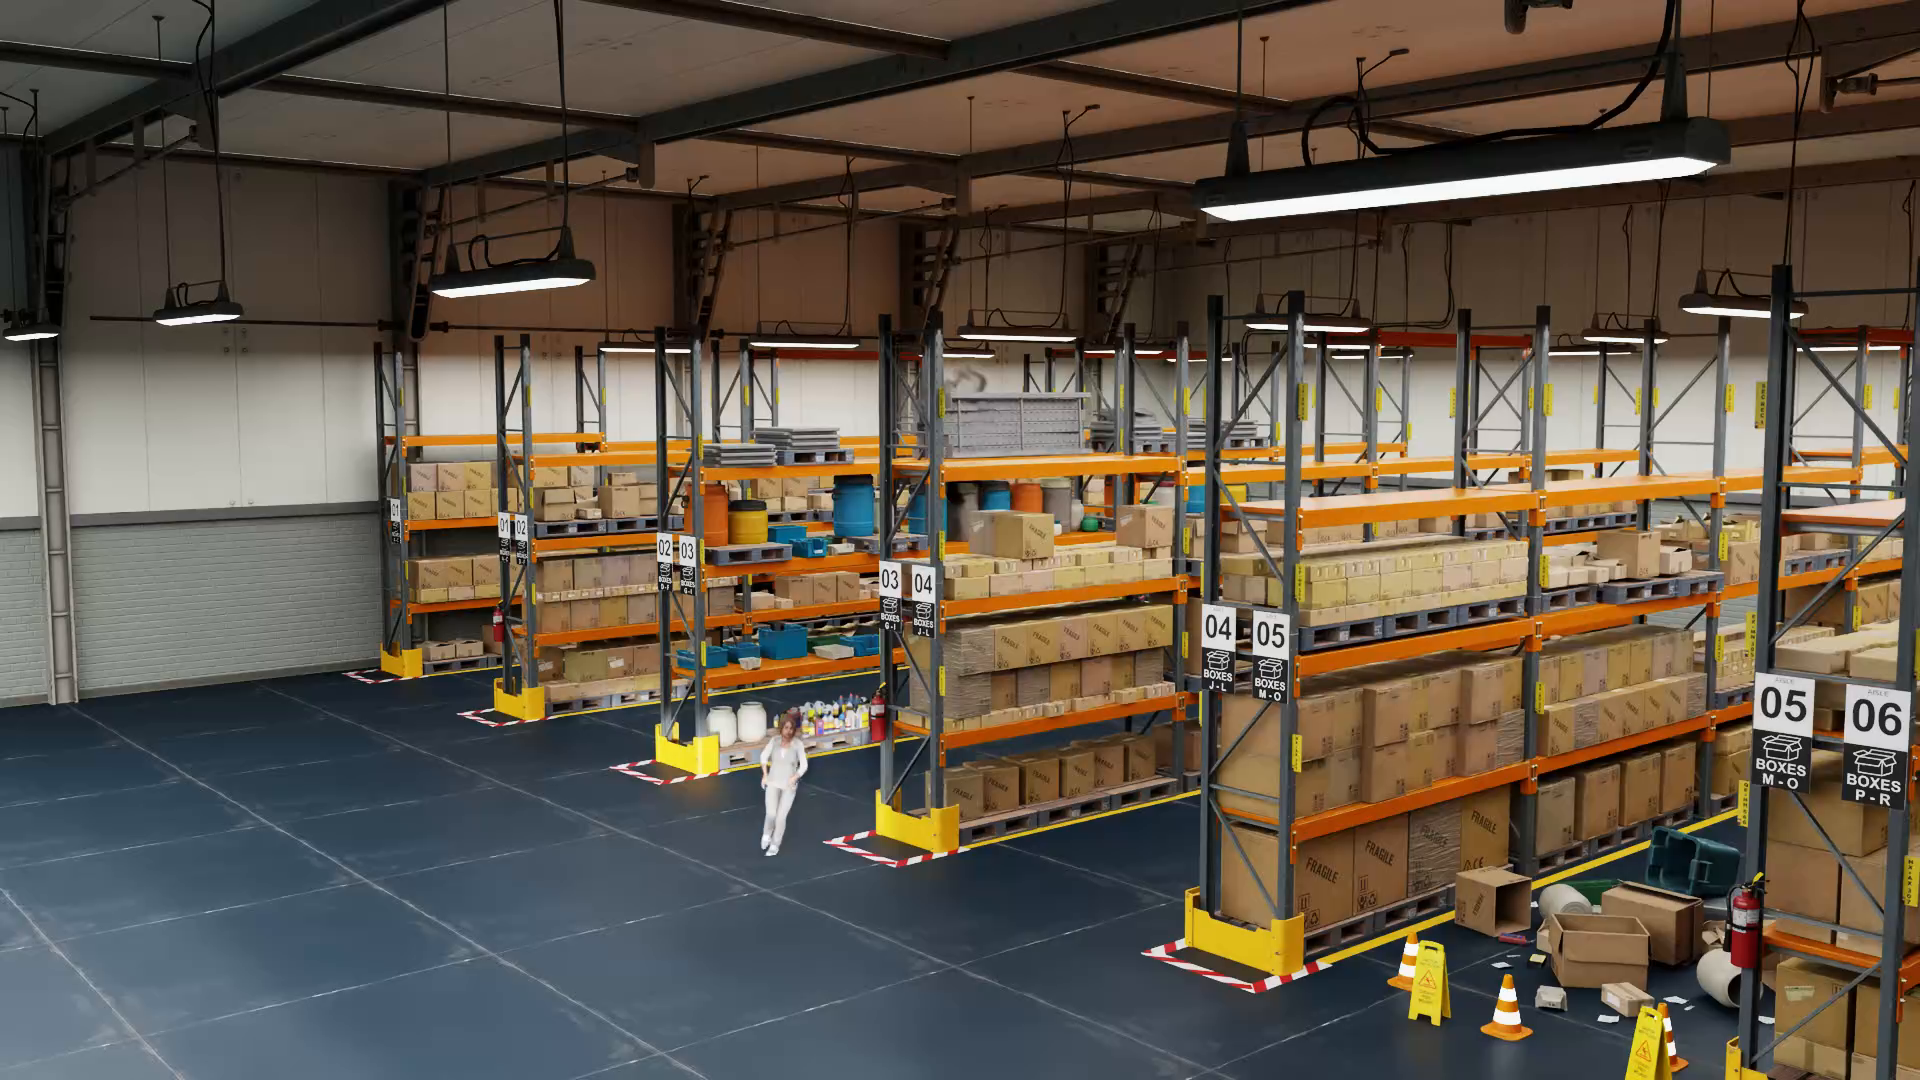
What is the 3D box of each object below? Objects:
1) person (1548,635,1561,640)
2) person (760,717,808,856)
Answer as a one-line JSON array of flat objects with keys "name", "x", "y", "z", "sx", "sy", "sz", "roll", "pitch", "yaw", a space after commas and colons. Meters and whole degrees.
[{"name": "person", "x": 8.232, "y": 2.205, "z": 22.864, "sx": 0.978, "sy": 1.827, "sz": 0.730, "roll": -5, "pitch": 7, "yaw": -41}, {"name": "person", "x": -1.948, "y": 2.727, "z": 18.333, "sx": 0.539, "sy": 1.547, "sz": 0.482, "roll": 0, "pitch": 5, "yaw": -2}]
